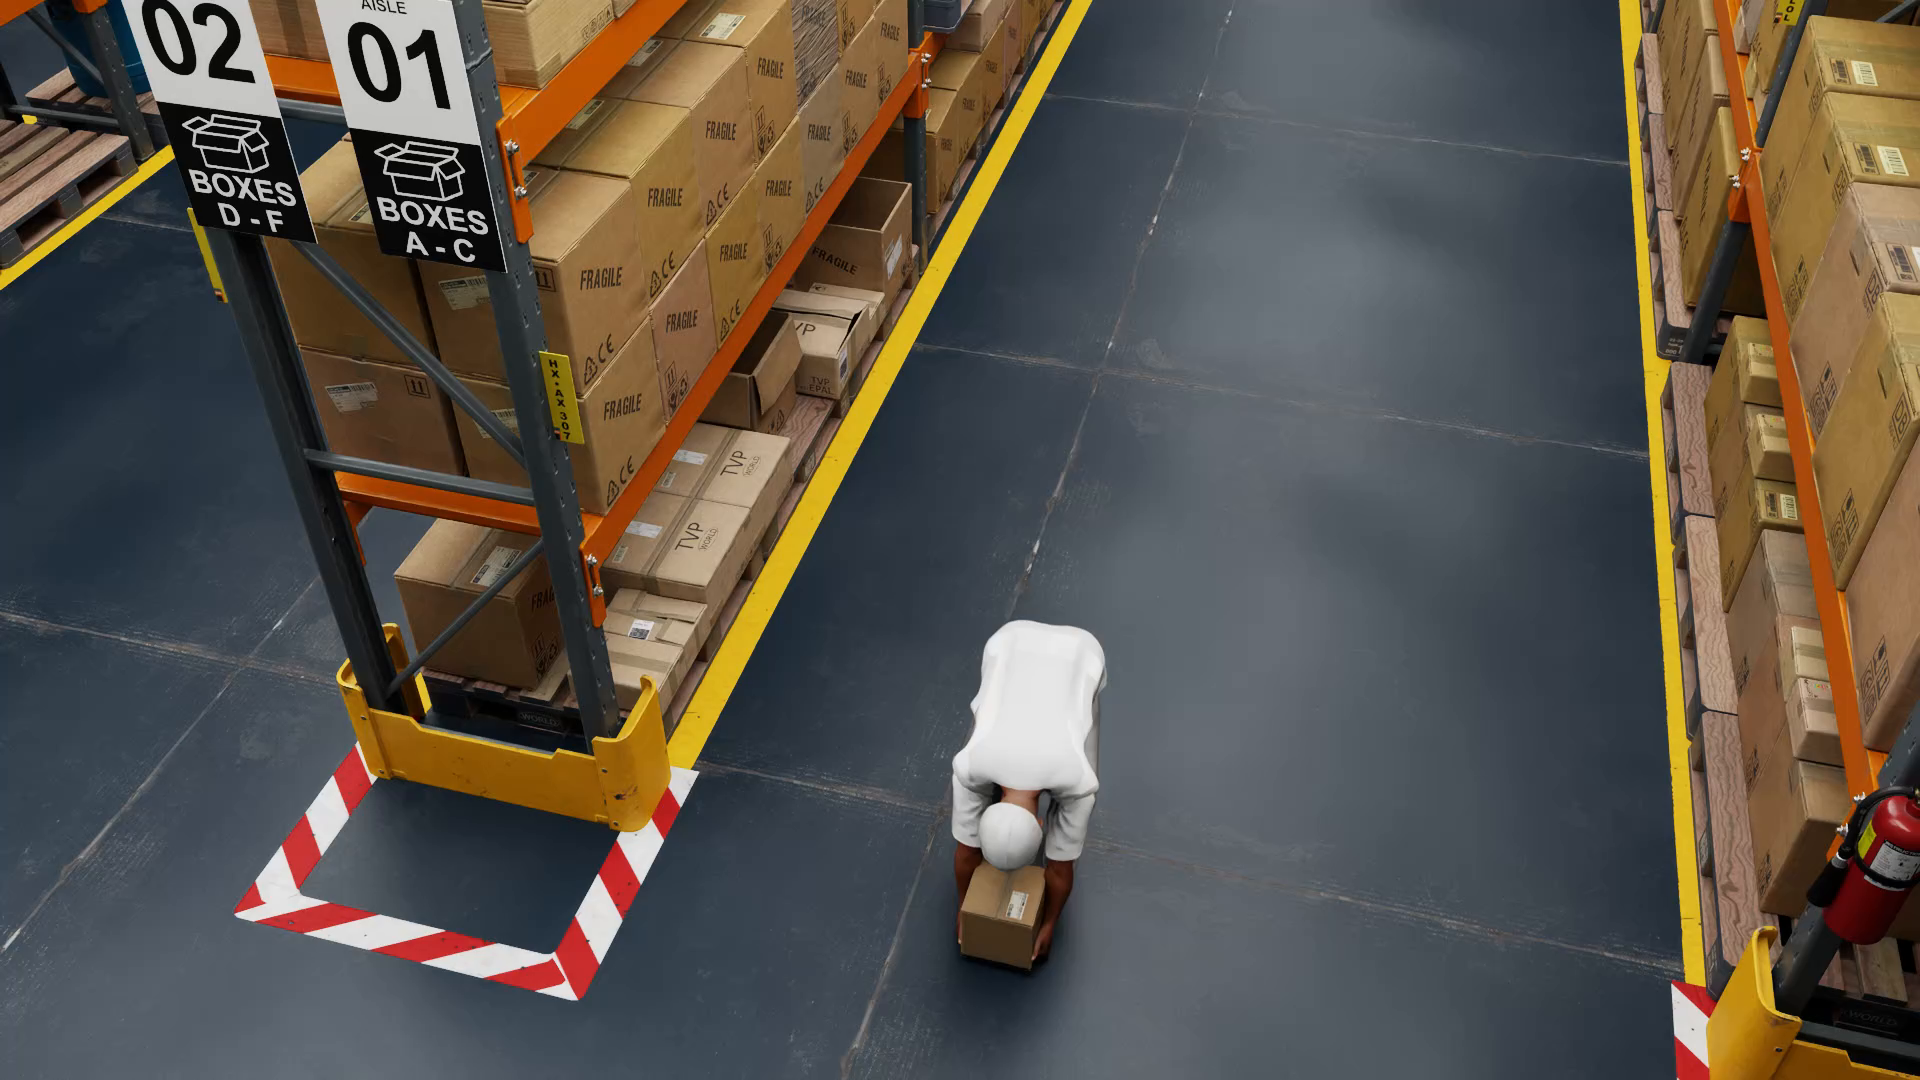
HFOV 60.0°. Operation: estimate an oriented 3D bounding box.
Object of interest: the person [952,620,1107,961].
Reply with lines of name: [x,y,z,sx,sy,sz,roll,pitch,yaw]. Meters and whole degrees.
person: [0.241,0.860,5.762,0.502,0.952,0.973,8,41,9]
